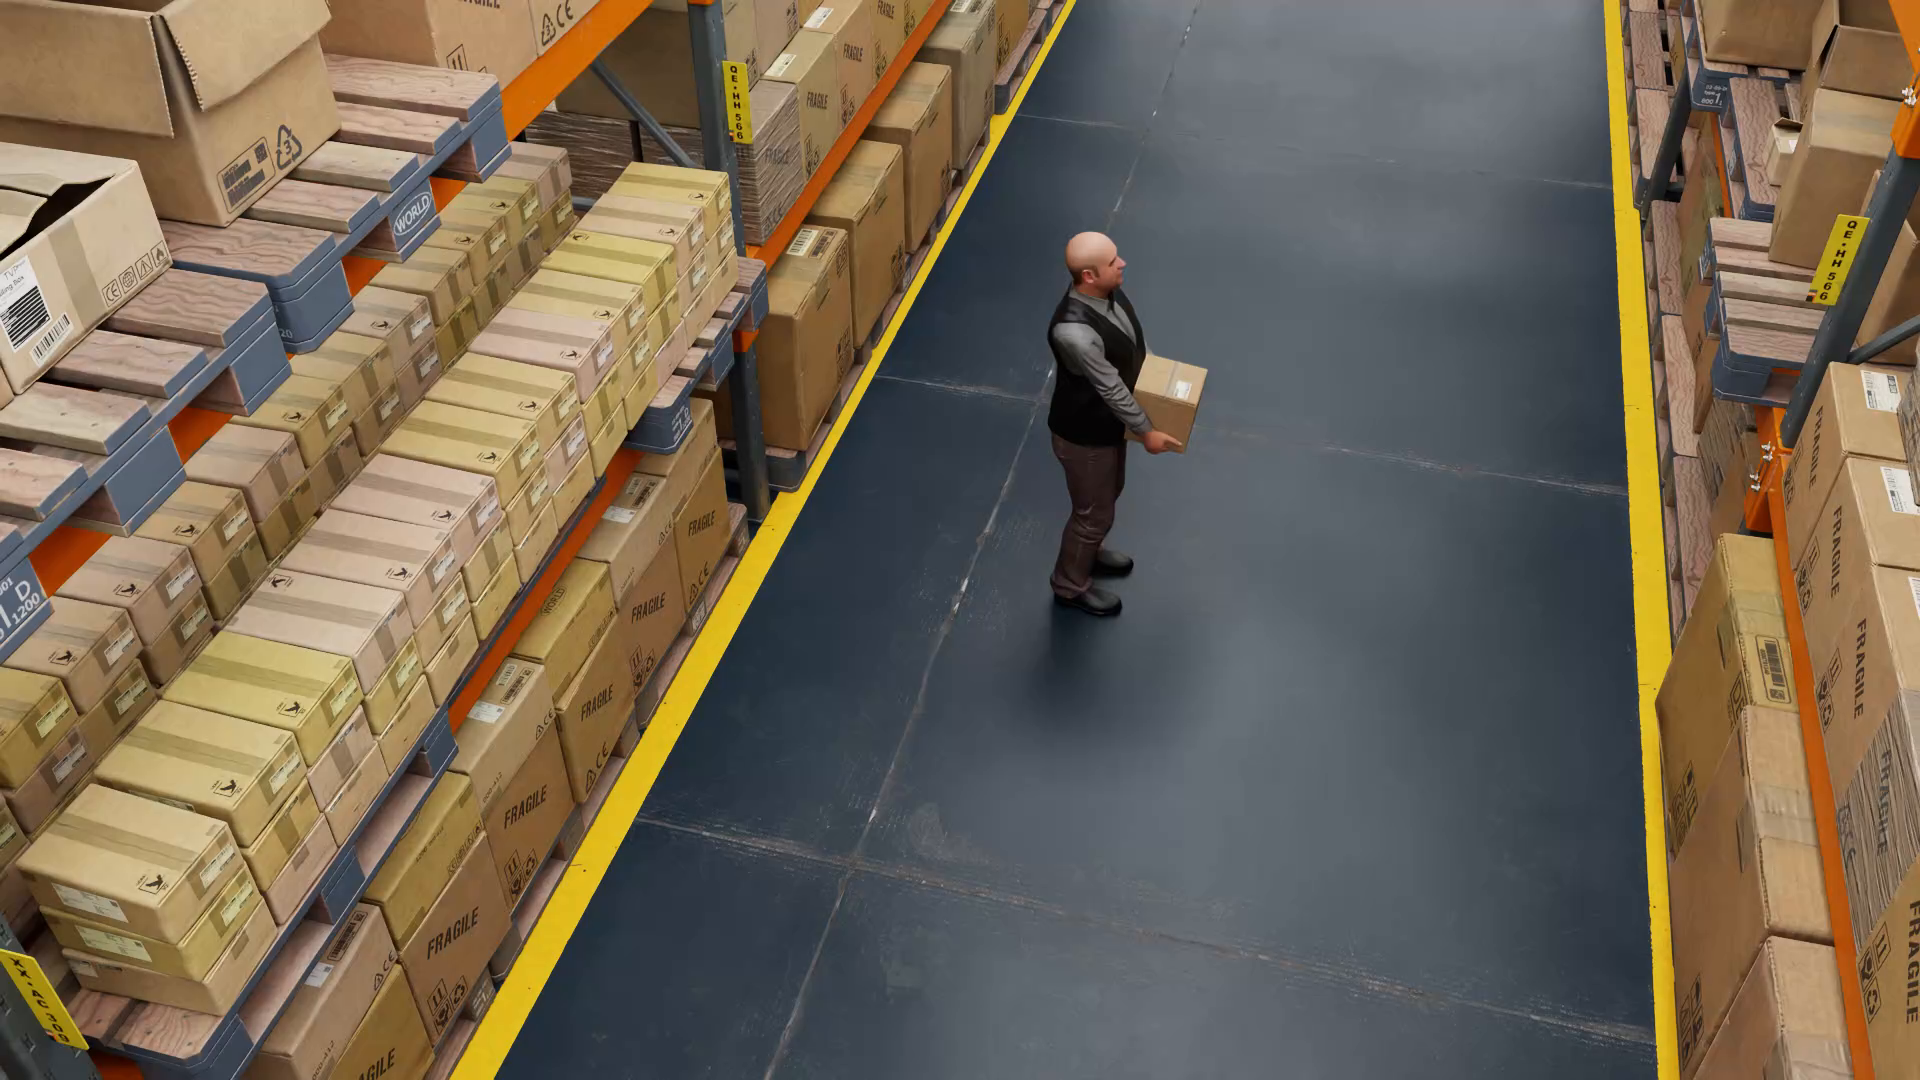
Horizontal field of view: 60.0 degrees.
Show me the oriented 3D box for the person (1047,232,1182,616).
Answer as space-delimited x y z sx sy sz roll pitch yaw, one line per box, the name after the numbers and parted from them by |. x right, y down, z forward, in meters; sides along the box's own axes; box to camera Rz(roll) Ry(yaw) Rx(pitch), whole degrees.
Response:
0.638 -0.457 6.715 0.559 1.711 0.494 11 42 12 | person
